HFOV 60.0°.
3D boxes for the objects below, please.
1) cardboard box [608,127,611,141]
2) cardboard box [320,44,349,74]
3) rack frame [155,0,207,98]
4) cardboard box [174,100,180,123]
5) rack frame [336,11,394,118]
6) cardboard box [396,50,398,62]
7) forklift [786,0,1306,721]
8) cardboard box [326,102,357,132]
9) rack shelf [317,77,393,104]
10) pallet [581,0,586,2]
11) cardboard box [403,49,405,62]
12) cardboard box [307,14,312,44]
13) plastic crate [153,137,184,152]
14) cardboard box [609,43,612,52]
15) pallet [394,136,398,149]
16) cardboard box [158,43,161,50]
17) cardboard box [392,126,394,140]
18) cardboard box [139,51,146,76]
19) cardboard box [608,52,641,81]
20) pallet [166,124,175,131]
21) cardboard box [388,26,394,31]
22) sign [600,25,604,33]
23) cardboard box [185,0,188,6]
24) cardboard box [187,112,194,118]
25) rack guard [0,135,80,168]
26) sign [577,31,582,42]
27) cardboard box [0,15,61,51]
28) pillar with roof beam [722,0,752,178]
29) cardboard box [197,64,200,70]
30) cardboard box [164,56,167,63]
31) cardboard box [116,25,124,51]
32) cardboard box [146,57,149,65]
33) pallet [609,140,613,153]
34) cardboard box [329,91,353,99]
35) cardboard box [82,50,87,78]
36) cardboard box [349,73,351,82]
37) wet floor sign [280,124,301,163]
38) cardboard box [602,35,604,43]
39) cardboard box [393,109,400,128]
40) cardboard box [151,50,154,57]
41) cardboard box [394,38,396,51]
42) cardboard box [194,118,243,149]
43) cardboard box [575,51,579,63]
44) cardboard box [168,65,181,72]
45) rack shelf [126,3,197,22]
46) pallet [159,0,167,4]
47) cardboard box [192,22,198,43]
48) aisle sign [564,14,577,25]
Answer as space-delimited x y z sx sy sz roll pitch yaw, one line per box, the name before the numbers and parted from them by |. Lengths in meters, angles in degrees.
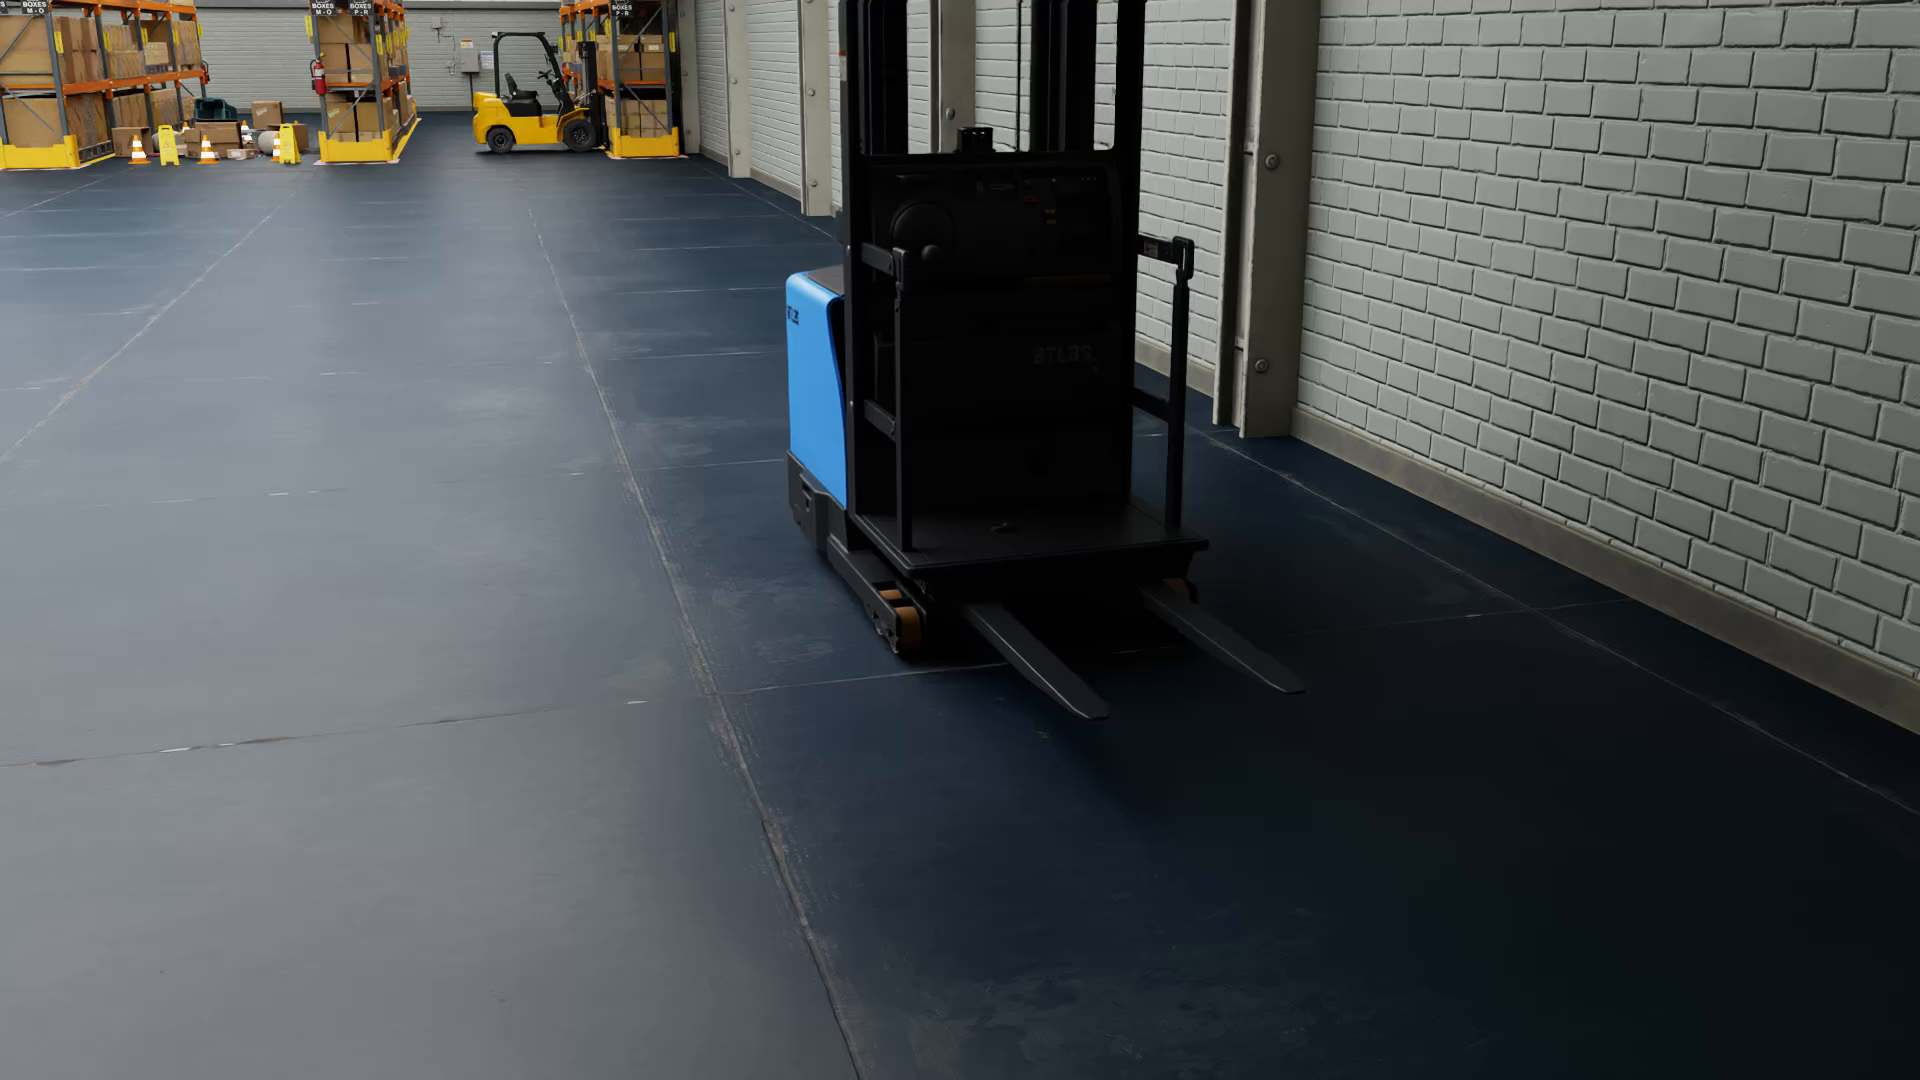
cardboard box | -6.250 -7.539 30.885 0.500 0.250 0.500 -5 17 -15
cardboard box | -10.875 -8.337 28.801 0.500 0.500 0.500 -5 17 -16
rack frame | -19.590 -12.024 41.768 1.000 3.000 0.127 -5 17 -15
cardboard box | -18.045 -9.737 37.769 0.500 0.500 0.500 -5 17 -16
rack frame | -11.560 -9.124 32.114 1.000 3.000 0.127 -5 17 -15
cardboard box | -12.702 -10.701 36.755 0.500 0.250 0.500 -4 17 -14
forklift | 0.200 -1.144 5.665 1.130 2.935 3.031 -5 18 -17
cardboard box | -10.932 -7.462 29.327 0.500 0.500 0.500 -5 17 -15
rack shelf | -11.011 -8.227 30.376 1.077 0.370 4.000 -5 17 -15
pallet | -7.616 -11.790 36.101 1.213 0.211 1.003 -4 17 -13
cardboard box | -13.770 -11.675 40.432 0.500 0.500 0.500 -5 17 -15
cardboard box | -11.182 -9.085 29.553 0.700 0.500 0.500 -5 17 -16
plastic crate | -14.985 -7.441 31.299 0.450 0.188 0.662 -6 15 16
cardboard box | -6.153 -8.912 30.106 0.380 0.149 0.250 -4 17 -14
pallet | -11.342 -7.606 31.906 1.003 0.211 1.213 -5 17 -15
cardboard box | -17.976 -10.970 36.929 0.380 0.149 0.250 -5 17 -15
cardboard box | -10.848 -7.579 31.018 0.500 0.250 0.500 -4 17 -14
cardboard box | -17.009 -9.756 34.043 0.500 0.500 0.500 -5 17 -15
cardboard box | -6.077 -8.575 30.110 0.500 0.500 0.500 -5 17 -16
pallet | -17.936 -9.029 36.644 1.003 0.211 1.213 -5 17 -15
cardboard box | -12.560 -10.913 36.158 0.500 0.500 0.500 -5 18 -17
sign | -9.548 -13.581 44.390 0.100 0.325 0.005 -5 17 -15
cardboard box | -18.940 -13.005 40.081 0.500 0.250 0.500 -4 17 -13
cardboard box | -18.677 -10.236 40.038 0.380 0.149 0.250 -5 17 -17
rack guard | -15.186 -6.395 27.372 1.175 0.500 0.348 -5 17 -15
sign | -8.407 -11.095 36.800 0.100 0.325 0.005 -5 17 -15
cardboard box | -15.257 -8.293 27.210 0.875 0.550 0.550 -5 17 -15
pillar with roof beam | -7.505 -9.548 23.097 9.100 9.000 0.400 -5 17 -15
cardboard box | -19.228 -11.836 41.578 0.380 0.149 0.250 -5 17 -15
cardboard box | -18.119 -10.833 37.508 0.380 0.149 0.250 -5 17 -15
cardboard box | -16.994 -9.932 32.890 0.700 0.500 0.500 -5 17 -16
cardboard box | -17.468 -10.181 35.338 0.380 0.149 0.250 -4 17 -12
pallet | -5.940 -7.284 30.835 1.003 0.211 1.213 -5 17 -15
cardboard box | -11.461 -8.238 30.783 0.380 0.149 0.250 -4 17 -12
cardboard box | -15.971 -8.367 29.331 0.875 0.550 0.550 -5 17 -15
cardboard box | -11.031 -8.269 29.702 0.380 0.149 0.250 -4 17 -14
wet floor sign | -11.438 -6.753 28.313 0.267 0.644 0.232 1 17 4
cardboard box | -6.680 -9.623 31.956 0.380 0.149 0.250 -5 17 -16
cardboard box | -12.514 -9.016 35.592 0.950 0.372 0.625 -6 18 -19
cardboard box | -17.686 -10.540 36.018 0.380 0.149 0.250 -5 17 -16
cardboard box | -12.267 -10.519 35.334 0.500 0.500 0.500 -5 17 -17
cardboard box | -13.643 -7.431 30.580 0.797 0.637 0.503 -5 17 -15
cardboard box | -8.489 -11.020 37.955 0.500 0.250 0.500 -6 18 -18
cardboard box | -18.254 -10.902 38.468 0.380 0.149 0.250 -4 17 -13
rack shelf | -19.040 -12.563 39.598 1.077 0.370 4.000 -5 17 -15
pallet | -18.423 -12.085 37.084 1.213 0.211 1.003 -5 17 -15
cardboard box | -19.225 -12.587 41.211 0.500 0.500 0.500 -5 17 -16
aisle sign | -10.388 -14.078 44.085 0.394 0.787 0.004 -5 17 -15
